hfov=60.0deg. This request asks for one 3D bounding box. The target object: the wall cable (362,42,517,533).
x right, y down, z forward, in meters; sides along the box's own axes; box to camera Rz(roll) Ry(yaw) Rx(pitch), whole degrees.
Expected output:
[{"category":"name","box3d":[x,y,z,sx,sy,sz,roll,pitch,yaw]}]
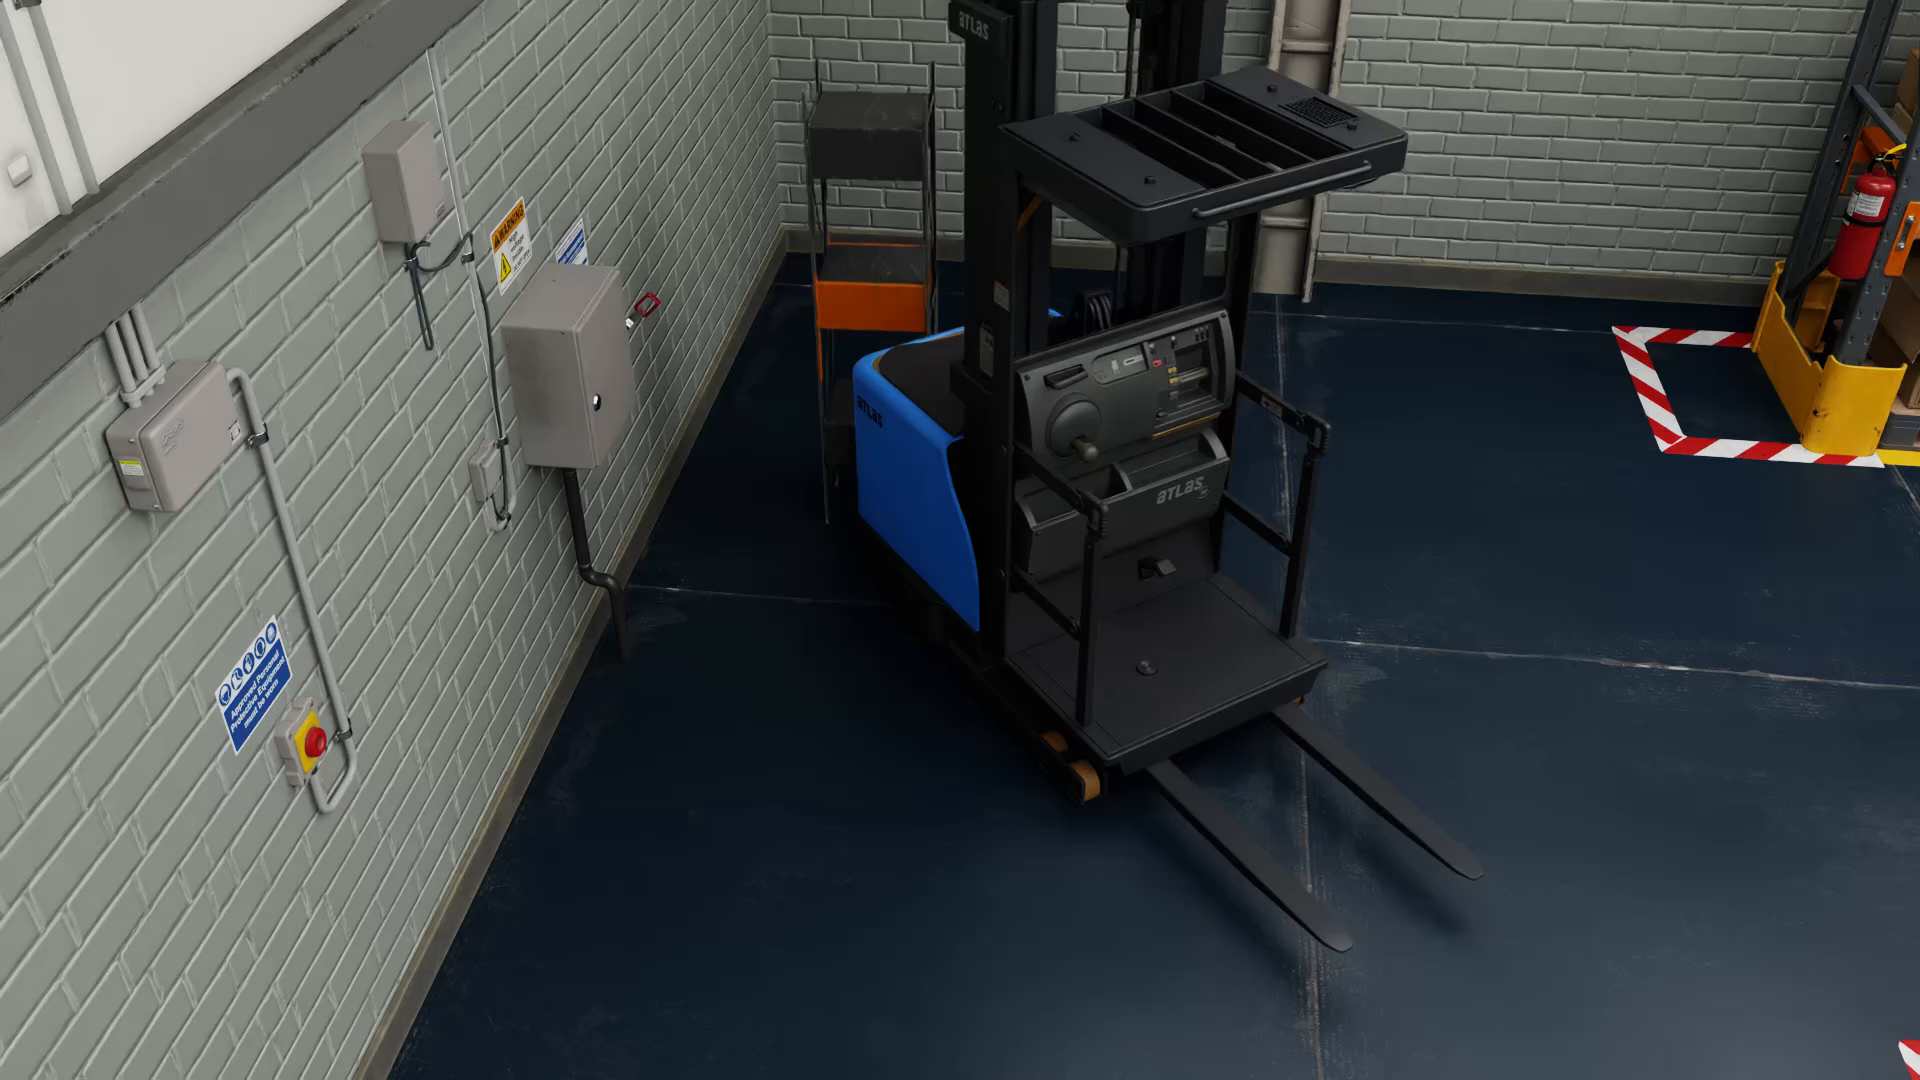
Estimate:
[{"category":"wall cable","box3d":[-1.629,-0.763,5.363,0.122,1.984,0.588,4,36,6]}]

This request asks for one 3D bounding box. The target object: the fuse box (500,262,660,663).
[{"category":"fuse box","box3d":[-1.386,-0.207,6.567,0.414,1.711,0.539,4,36,6]}]

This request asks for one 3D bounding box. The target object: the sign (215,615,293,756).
[{"category":"sign","box3d":[-1.865,0.381,4.401,0.001,0.218,0.327,4,36,6]}]

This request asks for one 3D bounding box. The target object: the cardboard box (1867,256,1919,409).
[{"category":"cardboard box","box3d":[5.021,-1.043,8.417,0.637,0.503,0.797,3,36,4]}]

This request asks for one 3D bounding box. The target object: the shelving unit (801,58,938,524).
[{"category":"shelving unit","box3d":[-0.369,-1.038,7.396,0.503,2.100,0.431,2,36,3]}]

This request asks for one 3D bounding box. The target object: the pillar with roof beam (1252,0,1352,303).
[{"category":"pillar with roof beam","box3d":[1.318,-2.669,3.743,0.400,9.000,9.100,4,36,6]}]

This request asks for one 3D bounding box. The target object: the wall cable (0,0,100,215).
[{"category":"wall cable","box3d":[-1.880,-1.829,2.566,0.029,3.000,0.463,4,36,6]}]

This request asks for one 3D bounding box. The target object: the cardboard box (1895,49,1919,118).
[{"category":"cardboard box","box3d":[4.916,-2.167,8.078,0.500,0.250,0.500,5,36,7]}]

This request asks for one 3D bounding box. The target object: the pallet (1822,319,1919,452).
[{"category":"pallet","box3d":[5.293,-0.789,8.674,1.213,0.211,1.003,4,36,6]}]

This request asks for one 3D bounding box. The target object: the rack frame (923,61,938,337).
[{"category":"rack frame","box3d":[-0.125,-1.027,7.382,0.015,2.100,0.400,2,36,3]}]

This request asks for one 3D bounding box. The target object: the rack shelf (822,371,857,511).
[{"category":"rack shelf","box3d":[-0.369,-0.457,7.811,0.480,0.518,0.431,2,36,3]}]

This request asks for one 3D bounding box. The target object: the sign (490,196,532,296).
[{"category":"sign","box3d":[-1.598,-1.051,5.930,0.001,0.242,0.339,4,36,6]}]

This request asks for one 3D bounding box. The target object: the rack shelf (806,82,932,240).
[{"category":"rack shelf","box3d":[-0.369,-1.596,6.998,0.480,0.518,0.431,2,36,3]}]

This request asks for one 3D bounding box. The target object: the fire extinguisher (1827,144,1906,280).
[{"category":"fire extinguisher","box3d":[4.221,-1.550,7.727,0.183,0.674,0.296,4,36,6]}]

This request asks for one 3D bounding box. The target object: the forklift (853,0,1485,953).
[{"category":"forklift","box3d":[0.737,-0.503,5.932,1.130,2.935,3.031,-20,40,-25]}]

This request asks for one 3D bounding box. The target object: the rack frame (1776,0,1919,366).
[{"category":"rack frame","box3d":[4.426,-1.988,7.954,0.127,3.000,1.000,4,36,6]}]

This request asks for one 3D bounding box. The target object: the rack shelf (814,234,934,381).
[{"category":"rack shelf","box3d":[-0.369,-1.026,7.404,0.480,0.518,0.431,2,36,3]}]

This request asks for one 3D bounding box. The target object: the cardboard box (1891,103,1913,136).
[{"category":"cardboard box","box3d":[4.789,-2.016,8.209,0.250,0.149,0.380,4,36,5]}]

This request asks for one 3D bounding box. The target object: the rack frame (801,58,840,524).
[{"category":"rack frame","box3d":[-0.612,-1.048,7.411,0.015,2.100,0.400,2,36,3]}]

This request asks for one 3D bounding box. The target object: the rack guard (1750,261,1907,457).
[{"category":"rack guard","box3d":[4.502,-0.965,8.672,0.348,0.500,1.175,4,36,6]}]

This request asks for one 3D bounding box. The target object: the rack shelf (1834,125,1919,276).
[{"category":"rack shelf","box3d":[6.410,-1.548,7.956,4.000,0.370,1.077,4,36,6]}]

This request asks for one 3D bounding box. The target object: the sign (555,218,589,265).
[{"category":"sign","box3d":[-1.528,-0.993,6.641,0.001,0.494,0.329,4,36,6]}]

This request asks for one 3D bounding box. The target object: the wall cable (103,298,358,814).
[{"category":"wall cable","box3d":[-1.798,0.042,4.208,0.123,1.953,0.585,4,36,6]}]
